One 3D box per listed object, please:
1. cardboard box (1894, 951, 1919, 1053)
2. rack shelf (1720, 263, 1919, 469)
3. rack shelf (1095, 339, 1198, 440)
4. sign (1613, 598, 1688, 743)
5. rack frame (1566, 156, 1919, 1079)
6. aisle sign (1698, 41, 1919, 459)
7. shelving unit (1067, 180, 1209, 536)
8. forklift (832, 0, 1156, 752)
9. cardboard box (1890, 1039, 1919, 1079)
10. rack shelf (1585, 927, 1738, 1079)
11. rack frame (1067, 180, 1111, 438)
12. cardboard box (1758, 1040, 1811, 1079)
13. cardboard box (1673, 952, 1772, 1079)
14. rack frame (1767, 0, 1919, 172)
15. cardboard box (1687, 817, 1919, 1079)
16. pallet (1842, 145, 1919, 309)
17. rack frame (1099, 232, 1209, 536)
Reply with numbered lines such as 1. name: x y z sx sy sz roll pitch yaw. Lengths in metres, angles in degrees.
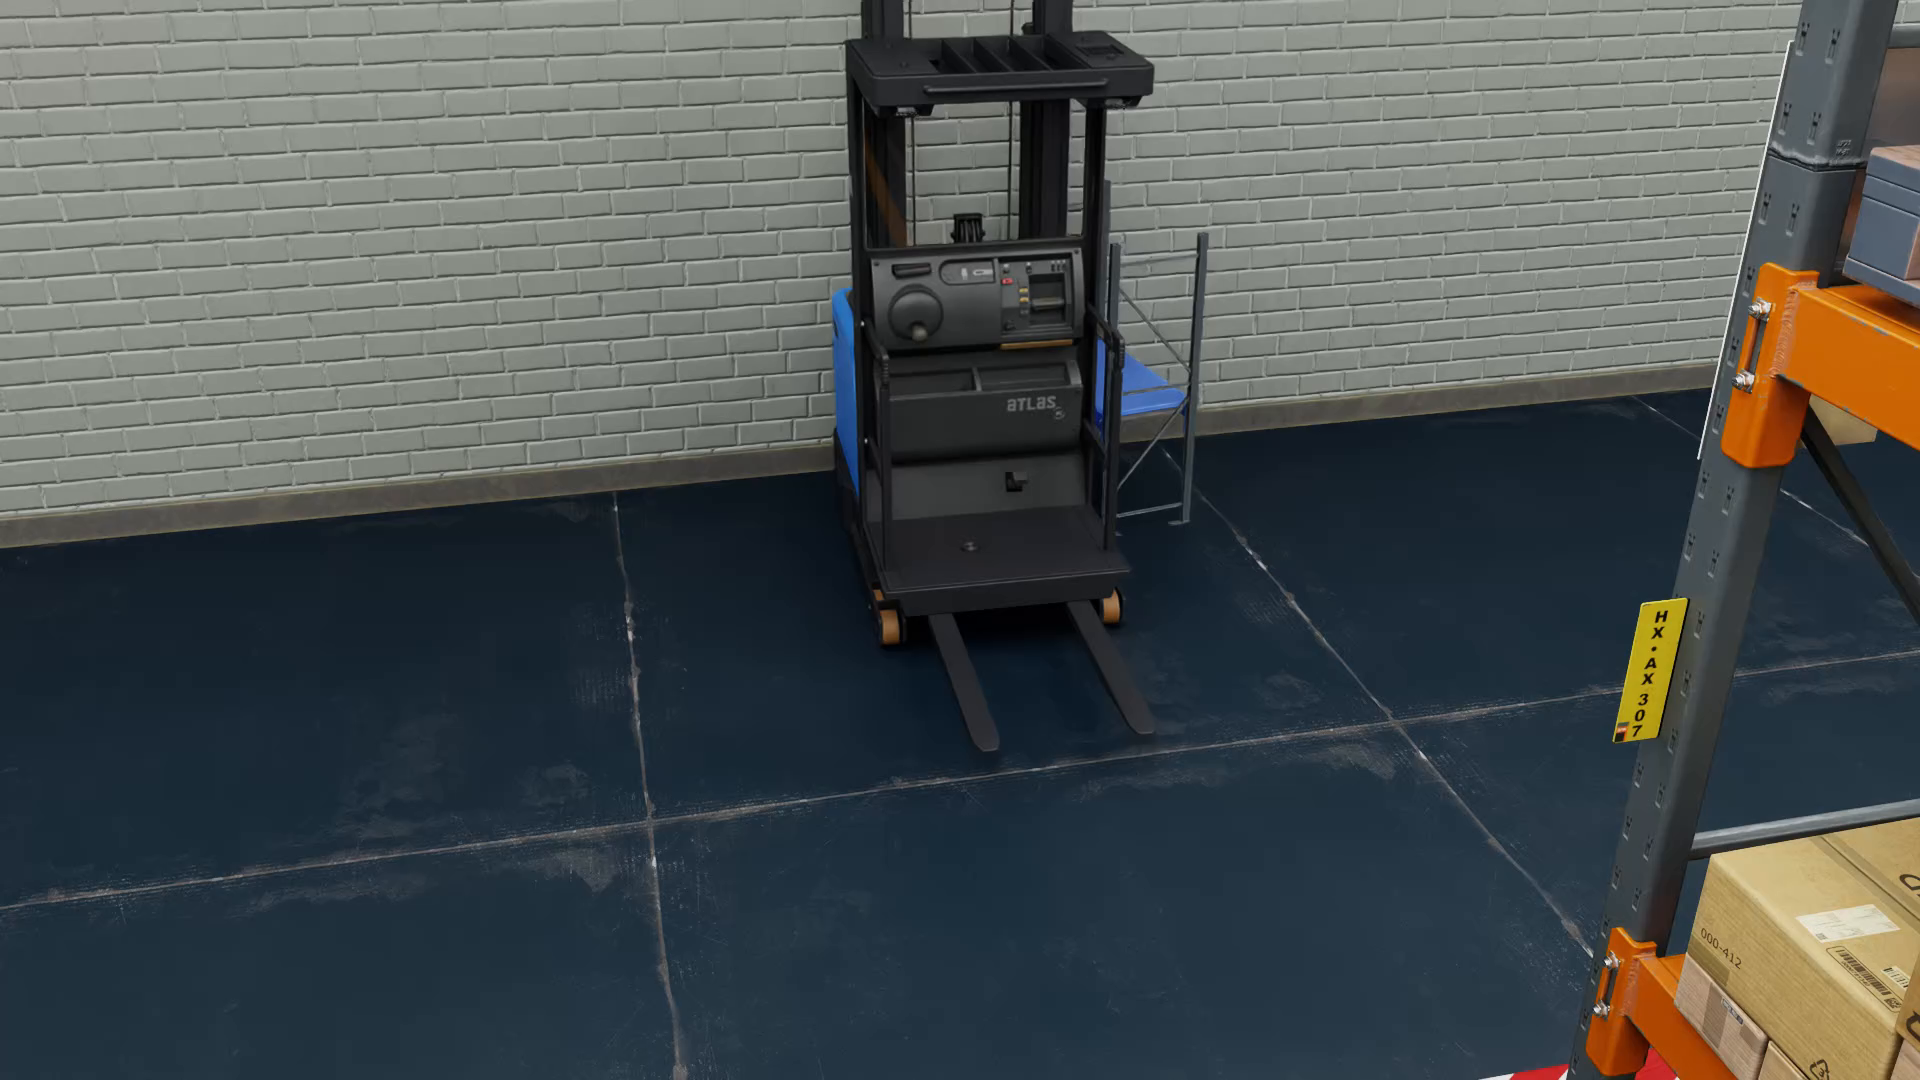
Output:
1. cardboard box: 1.888 0.691 2.557 0.500 0.500 0.500 -7 28 -13
2. rack shelf: 2.381 0.494 1.413 1.077 0.370 4.000 -6 27 -12
3. rack shelf: 0.734 -0.774 8.519 0.538 0.185 1.000 -10 29 -20
4. sign: 1.388 0.265 3.347 0.100 0.325 0.005 -6 27 -12
5. rack frame: 1.930 0.633 3.666 1.000 3.000 0.127 -6 27 -12
6. aisle sign: 1.621 -0.528 3.082 0.394 0.787 0.004 -6 27 -12
7. shelving unit: 0.734 -0.935 8.438 0.538 1.500 1.048 -10 29 -20
8. forklift: 0.123 -1.021 7.019 1.130 2.935 3.031 -5 27 -10
9. cardboard box: 1.899 1.033 2.710 0.500 0.250 0.500 -6 27 -12
10. rack shelf: 2.381 1.833 2.089 1.077 0.370 4.000 -6 27 -12
11. rack frame: 0.543 -1.147 8.859 0.500 1.500 0.032 -10 29 -20
12. cardboard box: 1.748 1.047 3.125 0.380 0.149 0.250 -6 27 -12
13. cardboard box: 1.688 0.935 3.347 0.380 0.149 0.250 -6 27 -11
14. rack frame: 1.930 -2.045 2.314 1.000 3.000 0.127 -6 27 -12
15. cardboard box: 1.775 0.806 3.161 0.500 0.250 0.500 -7 28 -13
16. pallet: 2.107 -0.341 2.367 1.003 0.211 1.213 -6 27 -12
17. rack frame: 0.924 -0.723 8.017 0.500 1.500 0.032 -10 29 -20
